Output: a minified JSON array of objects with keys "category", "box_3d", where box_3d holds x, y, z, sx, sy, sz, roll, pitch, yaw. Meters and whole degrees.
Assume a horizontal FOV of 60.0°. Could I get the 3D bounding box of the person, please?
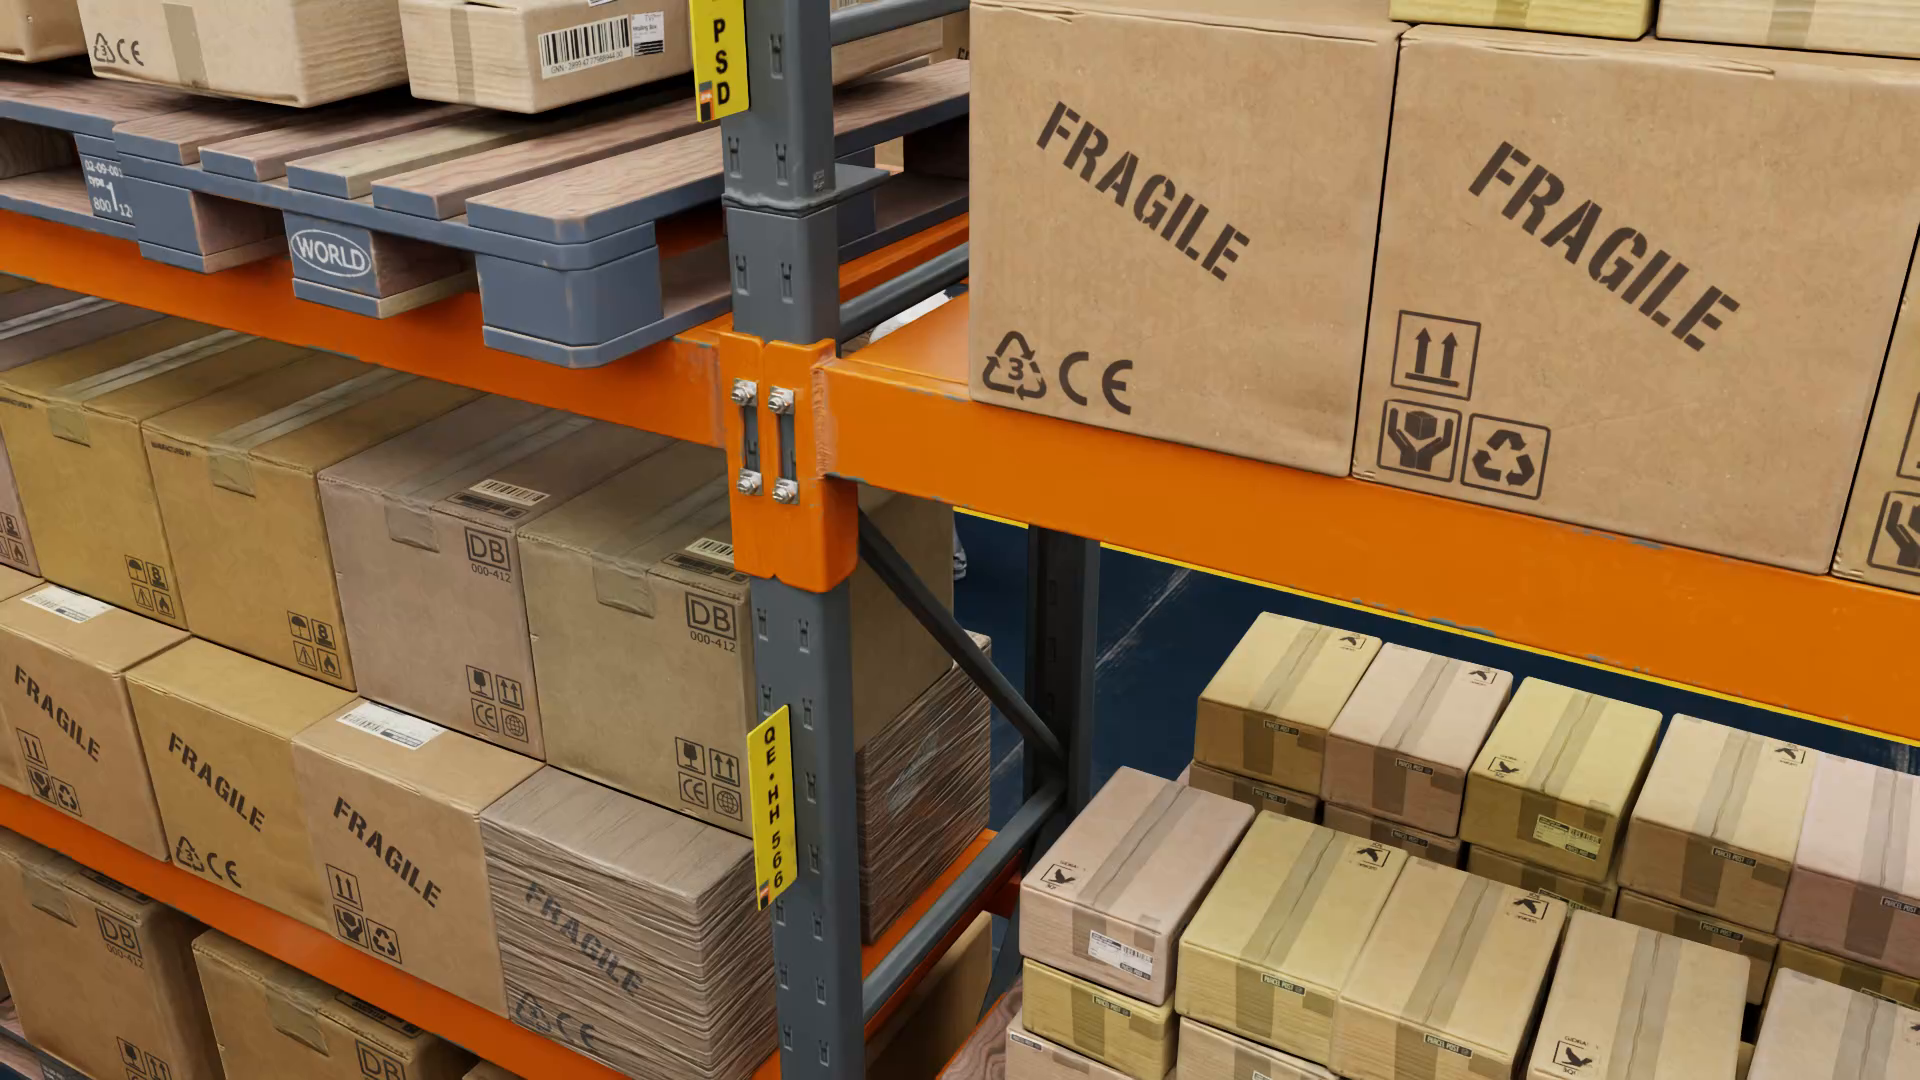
[{"category":"person","box_3d":[-0.214,-0.509,7.310,0.627,1.607,0.583,15,30,27]}]
